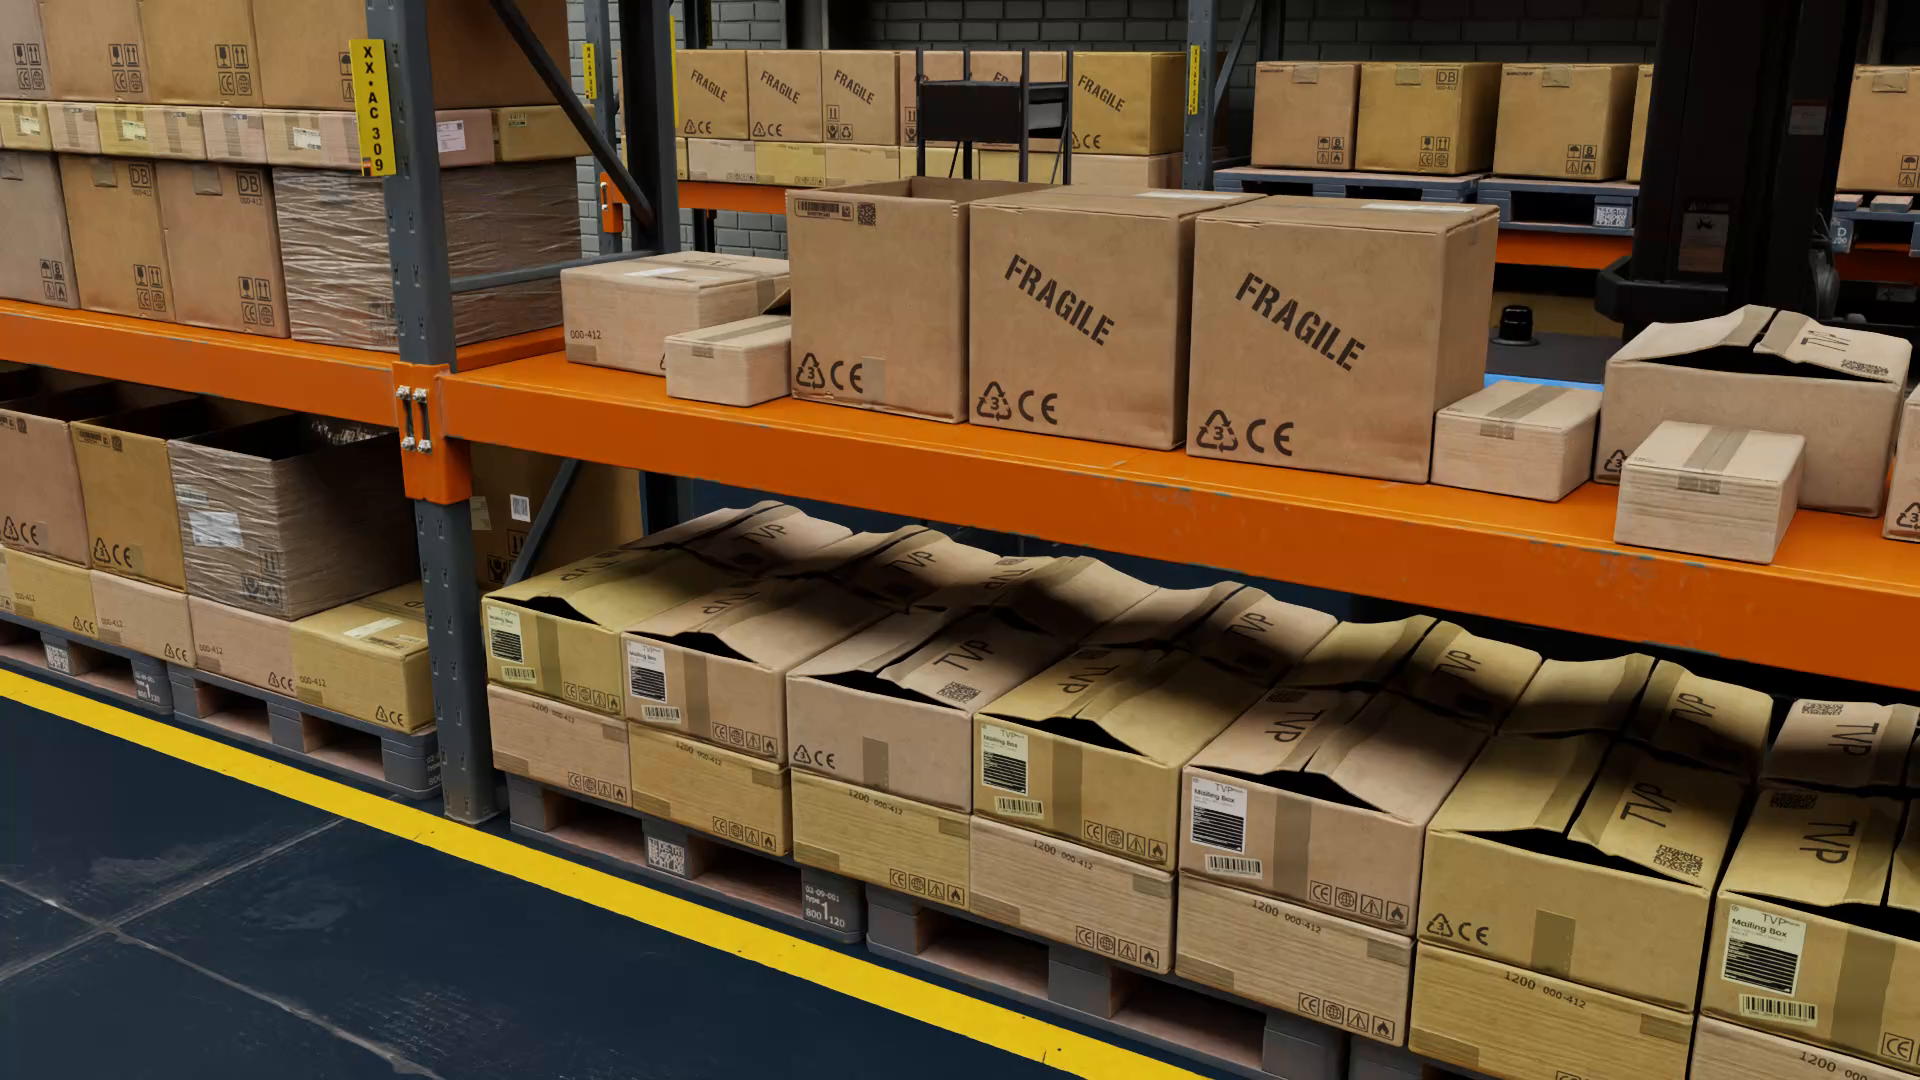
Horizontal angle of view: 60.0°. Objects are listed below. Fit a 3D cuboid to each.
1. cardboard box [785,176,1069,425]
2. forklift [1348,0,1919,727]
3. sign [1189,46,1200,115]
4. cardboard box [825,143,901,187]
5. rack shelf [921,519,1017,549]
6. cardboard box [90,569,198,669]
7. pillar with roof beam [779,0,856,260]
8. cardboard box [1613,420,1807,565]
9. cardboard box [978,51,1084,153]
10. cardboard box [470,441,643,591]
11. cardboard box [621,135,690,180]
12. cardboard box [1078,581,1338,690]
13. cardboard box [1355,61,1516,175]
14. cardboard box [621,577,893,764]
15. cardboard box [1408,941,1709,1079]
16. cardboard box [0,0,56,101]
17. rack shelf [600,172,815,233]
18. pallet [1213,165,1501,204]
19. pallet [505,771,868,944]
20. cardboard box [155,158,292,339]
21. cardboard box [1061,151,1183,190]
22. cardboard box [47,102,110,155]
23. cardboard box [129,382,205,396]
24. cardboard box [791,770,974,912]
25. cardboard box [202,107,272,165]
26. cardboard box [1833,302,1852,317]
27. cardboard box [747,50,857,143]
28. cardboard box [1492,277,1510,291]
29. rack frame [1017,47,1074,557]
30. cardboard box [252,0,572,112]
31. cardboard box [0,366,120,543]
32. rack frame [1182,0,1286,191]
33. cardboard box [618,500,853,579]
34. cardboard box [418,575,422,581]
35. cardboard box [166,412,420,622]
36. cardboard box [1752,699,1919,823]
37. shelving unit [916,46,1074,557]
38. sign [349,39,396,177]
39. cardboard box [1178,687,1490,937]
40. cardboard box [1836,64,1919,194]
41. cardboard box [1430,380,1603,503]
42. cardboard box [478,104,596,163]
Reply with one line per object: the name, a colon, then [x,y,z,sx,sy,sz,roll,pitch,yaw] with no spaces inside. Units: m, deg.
cardboard box: [-0.066,-0.599,4.020,0.500,0.500,0.500,12,21,34]
forklift: [2.929,-0.882,5.243,3.031,2.935,1.130,9,19,28]
sign: [1.151,-2.258,8.165,0.005,0.325,0.100,10,20,30]
cardboard box: [-0.419,-2.141,9.493,0.500,0.250,0.500,10,20,31]
rack shelf: [0.141,-0.297,7.201,0.480,0.518,0.431,10,20,30]
cardboard box: [-2.525,0.195,5.586,0.500,0.250,0.500,10,20,30]
pillar with roof beam: [-3.183,-4.500,6.713,0.400,9.000,9.100,10,20,30]
cardboard box: [1.337,-0.092,2.955,0.250,0.149,0.380,10,20,30]
cardboard box: [0.436,-2.346,8.877,0.500,0.500,0.500,10,20,30]
cardboard box: [-1.392,-0.144,5.414,0.500,0.500,0.500,10,20,30]
cardboard box: [-1.730,-2.373,10.256,0.500,0.250,0.500,9,19,28]
cardboard box: [0.632,0.316,4.223,0.500,0.311,0.500,10,19,29]
cardboard box: [2.317,-2.065,8.090,0.500,0.500,0.700,13,21,36]
cardboard box: [-0.515,0.296,4.289,0.500,0.311,0.500,10,19,29]
cardboard box: [1.231,0.874,3.352,0.500,0.250,0.500,10,19,29]
cardboard box: [-2.825,-1.716,5.464,0.500,0.500,0.700,10,20,30]
rack shelf: [-0.275,-1.940,9.843,4.000,0.370,1.077,10,20,30]
pallet: [2.004,-1.736,8.264,1.213,0.211,1.003,10,20,30]
pallet: [-0.512,0.684,4.765,1.213,0.211,1.003,10,20,30]
cardboard box: [-1.995,-0.945,5.158,0.500,0.500,0.700,10,20,29]
cardboard box: [0.867,-1.914,8.746,0.500,0.250,0.500,10,20,30]
cardboard box: [-2.585,-1.292,5.186,0.250,0.149,0.380,11,20,32]
cardboard box: [-2.671,-0.372,6.163,0.500,0.500,0.500,10,20,30]
cardboard box: [-0.069,0.641,4.117,0.500,0.250,0.500,9,19,28]
cardboard box: [-1.938,-1.176,4.804,0.250,0.149,0.380,9,19,28]
cardboard box: [3.744,-0.943,7.579,0.500,0.250,0.500,11,20,31]
cardboard box: [-0.877,-2.580,9.647,0.500,0.500,0.500,9,19,28]
cardboard box: [2.442,-1.179,8.355,0.500,0.250,0.500,10,19,29]
rack frame: [0.349,-0.942,6.871,0.015,2.100,0.400,10,20,30]
cardboard box: [-1.542,-1.487,4.710,0.500,0.500,0.700,10,20,30]
cardboard box: [-3.369,-0.320,5.990,0.500,0.500,0.500,10,20,30]
rack frame: [1.429,-1.980,8.737,0.127,3.000,1.000,10,20,30]
cardboard box: [-0.665,0.085,4.985,0.500,0.311,0.500,10,20,30]
cardboard box: [-1.820,0.140,5.769,0.500,0.250,0.500,10,20,30]
cardboard box: [-2.090,-0.092,5.240,0.500,0.500,0.500,10,20,30]
cardboard box: [1.955,0.550,3.452,0.500,0.311,0.500,11,20,32]
shelving unit: [0.141,-0.980,6.993,0.503,2.100,0.431,10,20,30]
sign: [-1.450,-1.067,4.106,0.005,0.325,0.100,10,20,30]
cardboard box: [0.798,0.529,3.522,0.500,0.311,0.500,10,20,30]
cardboard box: [3.941,-1.777,7.141,0.500,0.500,0.700,8,19,25]
cardboard box: [1.132,-0.204,3.323,0.250,0.149,0.380,12,21,34]
cardboard box: [-1.288,-1.199,4.880,0.250,0.149,0.380,10,20,30]
